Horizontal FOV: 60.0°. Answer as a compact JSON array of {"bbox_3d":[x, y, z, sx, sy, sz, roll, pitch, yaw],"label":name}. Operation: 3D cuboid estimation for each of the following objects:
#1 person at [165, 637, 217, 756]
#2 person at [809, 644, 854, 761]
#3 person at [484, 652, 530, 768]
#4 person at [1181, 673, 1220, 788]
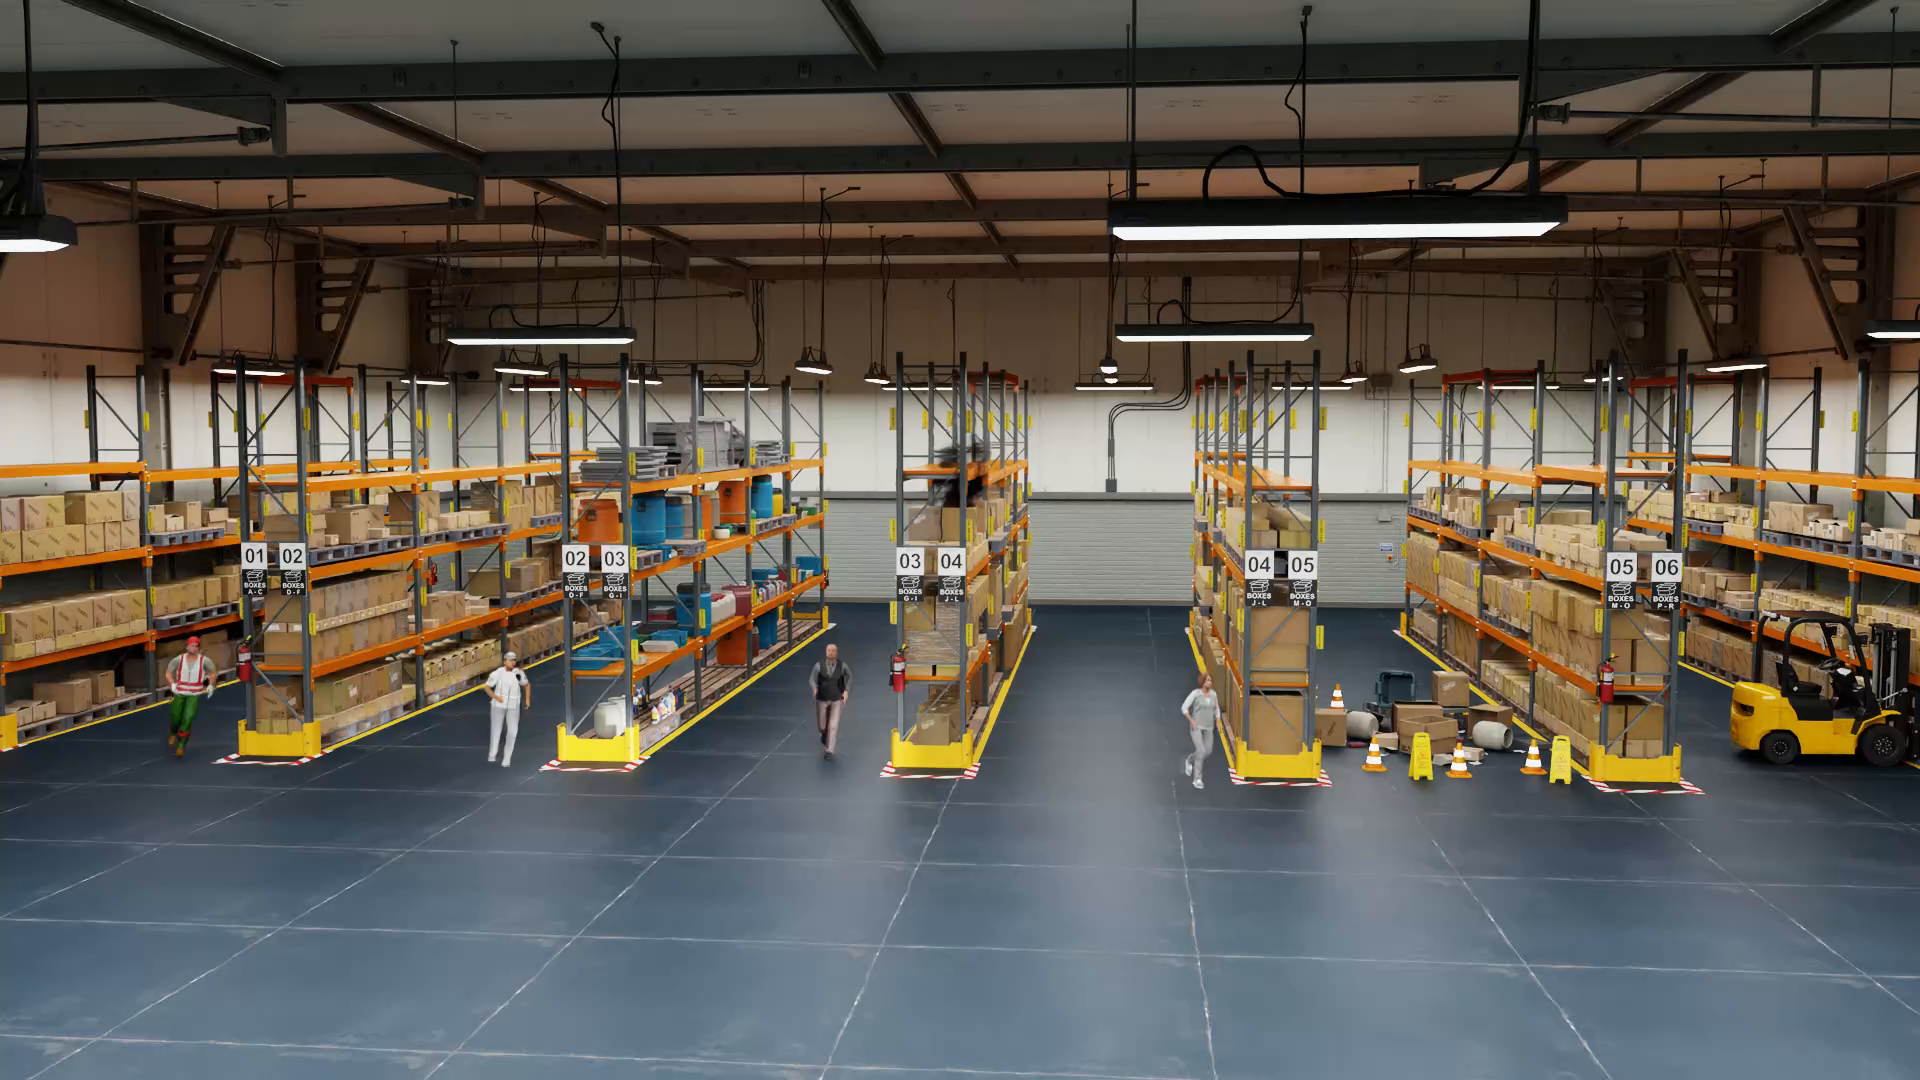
[{"bbox_3d":[-11.671,2.333,25.243,0.725,1.754,0.791,-2,4,-24],"label":"person"},{"bbox_3d":[-1.926,2.402,24.904,0.673,1.697,0.775,0,4,-1],"label":"person"},{"bbox_3d":[-6.595,2.471,24.279,0.673,1.683,0.627,-2,4,-22],"label":"person"},{"bbox_3d":[3.321,2.606,22.971,0.579,1.559,0.537,-1,4,-20],"label":"person"}]
